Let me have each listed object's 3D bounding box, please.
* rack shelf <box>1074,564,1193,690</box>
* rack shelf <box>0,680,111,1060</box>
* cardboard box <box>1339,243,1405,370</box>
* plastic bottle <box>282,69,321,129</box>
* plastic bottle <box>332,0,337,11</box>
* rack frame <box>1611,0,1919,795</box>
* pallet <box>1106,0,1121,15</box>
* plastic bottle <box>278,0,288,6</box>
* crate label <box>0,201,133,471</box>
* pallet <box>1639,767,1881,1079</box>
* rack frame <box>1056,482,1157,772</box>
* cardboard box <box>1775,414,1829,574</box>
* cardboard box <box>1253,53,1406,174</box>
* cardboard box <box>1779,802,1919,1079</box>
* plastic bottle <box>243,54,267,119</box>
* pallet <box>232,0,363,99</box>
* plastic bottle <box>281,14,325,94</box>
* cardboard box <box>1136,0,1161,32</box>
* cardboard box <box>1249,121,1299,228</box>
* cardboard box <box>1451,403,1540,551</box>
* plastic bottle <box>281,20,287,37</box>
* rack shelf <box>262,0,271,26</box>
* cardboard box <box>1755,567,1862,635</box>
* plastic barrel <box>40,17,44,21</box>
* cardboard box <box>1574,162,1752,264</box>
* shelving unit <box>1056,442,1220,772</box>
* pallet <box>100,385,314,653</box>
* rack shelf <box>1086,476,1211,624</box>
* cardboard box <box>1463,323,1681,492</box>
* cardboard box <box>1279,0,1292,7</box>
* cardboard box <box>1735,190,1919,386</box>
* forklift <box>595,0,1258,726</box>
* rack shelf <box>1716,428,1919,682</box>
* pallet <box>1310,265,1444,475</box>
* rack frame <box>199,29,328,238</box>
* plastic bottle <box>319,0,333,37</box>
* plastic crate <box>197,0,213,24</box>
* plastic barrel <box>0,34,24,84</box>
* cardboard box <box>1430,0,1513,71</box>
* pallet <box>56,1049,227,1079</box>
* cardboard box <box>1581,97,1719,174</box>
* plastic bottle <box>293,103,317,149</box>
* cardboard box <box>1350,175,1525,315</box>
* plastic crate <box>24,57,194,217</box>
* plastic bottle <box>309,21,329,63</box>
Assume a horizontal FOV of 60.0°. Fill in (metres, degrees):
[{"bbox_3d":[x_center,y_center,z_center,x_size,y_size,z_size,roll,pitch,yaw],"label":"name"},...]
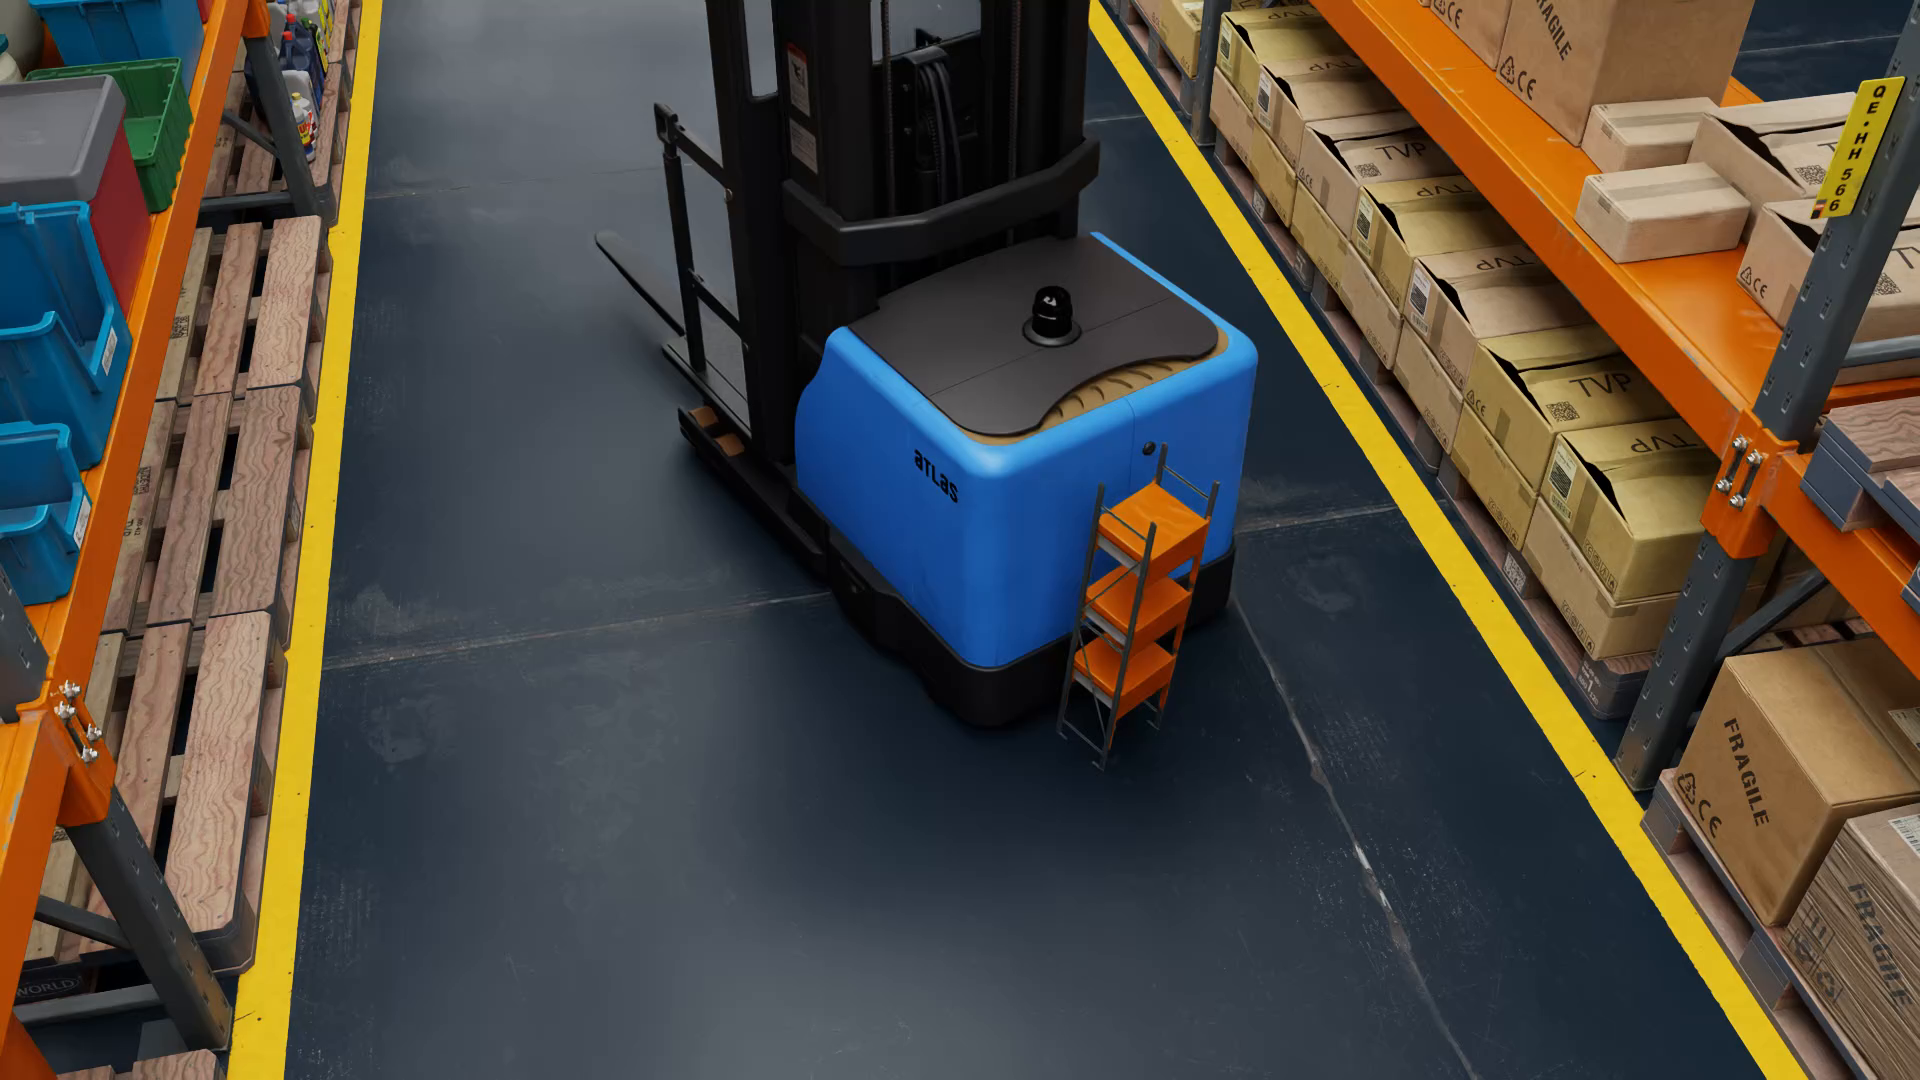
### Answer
[{"bbox_3d":[0.484,0.224,4.709,0.240,0.259,0.215,-32,56,-31],"label":"rack shelf"},{"bbox_3d":[-1.947,1.790,2.016,1.077,0.370,4.000,-8,42,-9],"label":"rack shelf"},{"bbox_3d":[1.773,-0.911,6.272,0.500,0.250,0.500,-8,42,-8],"label":"cardboard box"},{"bbox_3d":[-2.980,-1.990,7.452,0.152,0.276,0.135,-7,42,-8],"label":"plastic bottle"},{"bbox_3d":[-3.254,-2.813,8.379,0.152,0.276,0.135,-8,42,-9],"label":"plastic bottle"},{"bbox_3d":[2.458,-0.483,4.035,1.000,3.000,0.127,-8,42,-9],"label":"rack frame"},{"bbox_3d":[1.197,-3.347,9.362,1.003,0.211,1.213,-8,42,-9],"label":"pallet"},{"bbox_3d":[-3.293,-2.542,8.131,0.097,0.201,0.097,0,42,0],"label":"plastic bottle"},{"bbox_3d":[-2.329,-0.472,3.995,0.502,0.435,0.616,-8,42,-9],"label":"crate label"},{"bbox_3d":[2.583,1.049,4.409,1.003,0.211,1.213,-8,42,-9],"label":"pallet"},{"bbox_3d":[0.396,0.271,4.640,0.008,1.050,0.200,-32,56,-31],"label":"rack frame"},{"bbox_3d":[2.632,-0.203,5.052,0.500,0.311,0.500,-7,42,-8],"label":"cardboard box"},{"bbox_3d":[1.544,-1.786,6.835,0.500,0.311,0.500,-9,42,-10],"label":"cardboard box"},{"bbox_3d":[2.396,0.962,3.959,0.500,0.500,0.500,-10,43,-11],"label":"cardboard box"},{"bbox_3d":[-3.152,-2.105,7.525,0.144,0.351,0.185,-8,42,-9],"label":"plastic bottle"},{"bbox_3d":[-3.613,-2.560,8.474,1.003,0.211,1.213,-8,42,-9],"label":"pallet"},{"bbox_3d":[-3.052,-2.248,7.687,0.144,0.351,0.185,-10,43,-11],"label":"plastic bottle"},{"bbox_3d":[1.183,-2.800,8.399,0.500,0.250,0.500,-8,42,-9],"label":"cardboard box"},{"bbox_3d":[1.549,-1.576,7.021,0.500,0.250,0.500,-7,42,-8],"label":"cardboard box"},{"bbox_3d":[1.992,-0.252,5.529,0.500,0.250,0.500,-9,42,-10],"label":"cardboard box"},{"bbox_3d":[-3.120,-2.308,7.814,0.097,0.271,0.097,0,42,0],"label":"plastic bottle"},{"bbox_3d":[-3.674,-3.396,7.858,1.077,0.370,4.000,-8,42,-9],"label":"rack shelf"},{"bbox_3d":[2.632,0.006,5.238,0.500,0.250,0.500,-8,42,-9],"label":"cardboard box"},{"bbox_3d":[-3.455,-2.262,5.662,0.600,0.901,0.708,-8,42,-9],"label":"plastic barrel"},{"bbox_3d":[1.994,-0.933,4.730,0.380,0.149,0.250,-8,42,-9],"label":"cardboard box"},{"bbox_3d":[0.485,0.216,4.702,0.252,1.050,0.215,-32,56,-31],"label":"shelving unit"},{"bbox_3d":[-2.768,-0.030,5.625,1.003,0.211,1.213,-8,42,-9],"label":"pallet"},{"bbox_3d":[0.503,0.026,4.506,0.240,0.259,0.215,-32,56,-31],"label":"rack shelf"},{"bbox_3d":[1.986,-0.462,5.343,0.500,0.311,0.500,-9,42,-10],"label":"cardboard box"},{"bbox_3d":[1.791,-2.549,8.117,0.500,0.250,0.500,-8,42,-9],"label":"cardboard box"},{"bbox_3d":[2.423,-0.692,4.337,0.500,0.311,0.500,-6,42,-7],"label":"cardboard box"},{"bbox_3d":[-0.369,-1.479,5.208,1.130,2.935,3.031,-24,47,-25],"label":"forklift"},{"bbox_3d":[2.890,1.082,2.813,1.077,0.370,4.000,-8,42,-9],"label":"rack shelf"},{"bbox_3d":[2.059,-0.769,6.457,1.003,0.211,1.213,-8,42,-9],"label":"pallet"},{"bbox_3d":[-3.242,-2.369,6.159,1.000,3.000,0.127,-8,42,-9],"label":"rack frame"},{"bbox_3d":[-3.184,-2.644,8.133,0.144,0.351,0.185,-7,42,-8],"label":"plastic bottle"},{"bbox_3d":[-2.839,-2.123,5.834,0.402,0.464,0.583,-8,42,-9],"label":"plastic crate"},{"bbox_3d":[-3.107,-1.437,5.214,0.301,0.262,0.301,0,42,0],"label":"plastic barrel"},{"bbox_3d":[1.967,-1.947,5.609,0.500,0.500,0.500,-8,42,-9],"label":"cardboard box"},{"bbox_3d":[-2.168,1.772,3.595,1.003,0.211,1.213,-8,42,-9],"label":"pallet"},{"bbox_3d":[2.128,-1.208,5.040,0.380,0.149,0.250,-5,42,-6],"label":"cardboard box"},{"bbox_3d":[-2.905,-1.822,7.320,0.097,0.201,0.097,0,42,0],"label":"plastic bottle"},{"bbox_3d":[1.774,-1.115,6.079,0.500,0.311,0.500,-7,42,-8],"label":"cardboard box"},{"bbox_3d":[-2.591,-1.201,5.003,0.450,0.188,0.662,-8,42,-9],"label":"plastic crate"},{"bbox_3d":[-3.090,-2.379,7.947,0.097,0.201,0.097,0,42,0],"label":"plastic bottle"}]
